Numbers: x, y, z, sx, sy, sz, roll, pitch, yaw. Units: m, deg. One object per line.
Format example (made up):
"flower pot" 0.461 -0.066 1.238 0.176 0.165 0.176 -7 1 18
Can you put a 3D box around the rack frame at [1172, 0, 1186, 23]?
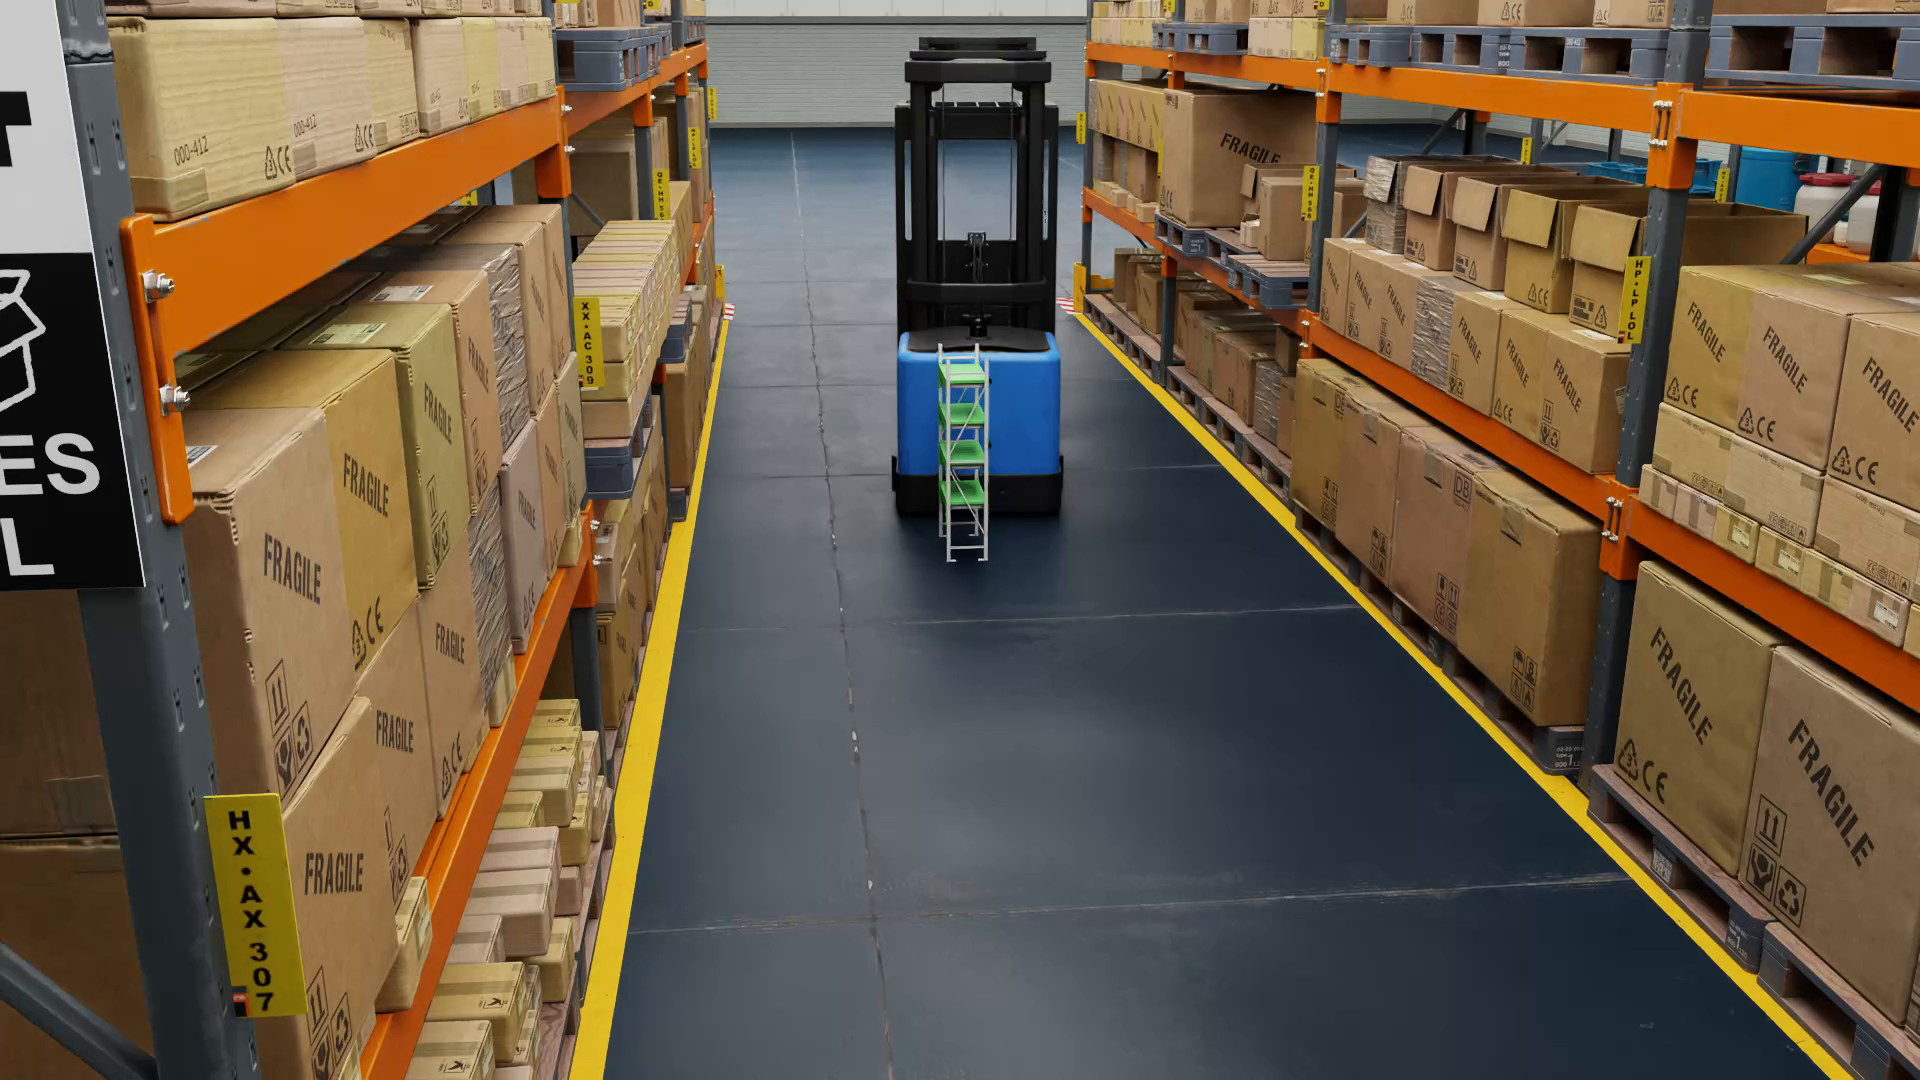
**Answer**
"rack frame" 2.240 -5.647 13.142 1.000 3.000 0.127 -2 18 -6

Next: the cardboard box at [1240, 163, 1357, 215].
"cardboard box" 2.510 -2.521 12.326 0.797 0.503 0.637 0 17 0

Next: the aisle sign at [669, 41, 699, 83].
"aisle sign" -2.826 -5.124 17.152 0.394 0.787 0.004 -2 18 -6

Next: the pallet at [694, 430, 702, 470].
"pallet" -2.421 -0.740 12.181 1.003 0.211 1.213 -2 18 -6

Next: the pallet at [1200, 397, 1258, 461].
"pallet" 2.450 -0.858 12.559 1.003 0.211 1.213 -2 18 -6

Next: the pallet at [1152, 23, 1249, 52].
"pallet" 2.197 -3.939 13.023 1.213 0.211 1.003 -2 18 -6

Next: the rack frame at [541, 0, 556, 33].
"rack frame" -1.879 -3.141 5.158 1.000 3.000 0.127 -2 18 -6

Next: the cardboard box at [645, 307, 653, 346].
"cardboard box" -1.575 -0.944 7.399 0.380 0.149 0.250 -1 17 -3

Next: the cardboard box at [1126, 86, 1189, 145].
"cardboard box" 1.816 -3.875 15.180 0.500 0.500 0.500 -2 18 -6

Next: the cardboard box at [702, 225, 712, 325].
"cardboard box" -2.888 -2.578 16.228 0.875 0.875 0.875 -2 18 -7

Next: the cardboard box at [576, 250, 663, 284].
"cardboard box" -1.654 -1.317 8.091 0.380 0.149 0.250 -1 17 -3

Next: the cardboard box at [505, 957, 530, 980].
"cardboard box" -1.463 1.216 4.856 0.380 0.149 0.250 -3 18 -8

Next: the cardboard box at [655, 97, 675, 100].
"cardboard box" -2.880 -3.520 14.328 0.875 0.550 0.550 -2 18 -6

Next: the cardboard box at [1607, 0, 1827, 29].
"cardboard box" 2.995 -2.253 6.471 0.700 0.500 0.500 -1 17 -4

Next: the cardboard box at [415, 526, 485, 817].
"cardboard box" -1.357 0.276 3.626 0.500 0.500 0.500 -2 17 -5

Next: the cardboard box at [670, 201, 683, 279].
"cardboard box" -2.225 -2.110 11.724 0.500 0.500 0.500 -2 18 -6

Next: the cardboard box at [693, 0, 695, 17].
"cardboard box" -2.511 -4.643 14.503 0.380 0.149 0.250 -2 18 -7

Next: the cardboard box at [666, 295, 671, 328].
"cardboard box" -1.711 -1.193 8.687 0.380 0.149 0.250 -2 18 -6

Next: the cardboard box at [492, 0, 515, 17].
"cardboard box" -1.536 -1.592 4.647 0.500 0.250 0.500 -3 18 -8

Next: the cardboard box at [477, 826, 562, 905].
"cardboard box" -1.416 1.002 5.043 0.380 0.149 0.250 -3 18 -8

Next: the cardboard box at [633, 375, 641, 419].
"cardboard box" -1.497 -0.573 6.713 0.380 0.149 0.250 -2 17 -5

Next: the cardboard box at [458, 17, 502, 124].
"cardboard box" -1.467 -1.200 4.233 0.500 0.250 0.500 -2 18 -6

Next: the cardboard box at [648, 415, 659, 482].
"cardboard box" -1.897 -0.490 8.950 0.500 0.250 0.500 -2 17 -5

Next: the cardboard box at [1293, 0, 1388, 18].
"cardboard box" 2.354 -3.445 10.134 0.500 0.500 0.500 -1 17 -4

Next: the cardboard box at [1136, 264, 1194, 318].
"cardboard box" 2.016 -2.434 16.394 0.500 0.500 0.500 0 17 0

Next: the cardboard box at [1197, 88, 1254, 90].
"cardboard box" 2.393 -3.743 14.758 0.500 0.500 0.500 -2 18 -6

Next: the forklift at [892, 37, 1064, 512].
"forklift" 0.108 -1.962 11.533 1.130 2.935 3.031 0 17 0

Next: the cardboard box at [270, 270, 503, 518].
"cardboard box" -1.395 -0.353 3.960 0.500 0.500 0.500 -2 18 -7

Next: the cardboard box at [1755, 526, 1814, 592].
"cardboard box" 2.848 0.052 5.424 0.380 0.149 0.250 -2 18 -7

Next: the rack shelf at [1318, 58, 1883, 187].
"rack shelf" 2.859 -2.085 8.005 1.077 0.370 4.000 -2 18 -6

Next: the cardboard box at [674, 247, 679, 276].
"cardboard box" -1.788 -1.560 9.358 0.380 0.149 0.250 -1 17 -5

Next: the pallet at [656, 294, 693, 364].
"pallet" -2.112 -1.170 9.215 1.213 0.211 1.003 -2 18 -6

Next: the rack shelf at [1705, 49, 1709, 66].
"rack shelf" 6.960 -4.622 16.084 1.077 0.370 4.000 -2 18 -6

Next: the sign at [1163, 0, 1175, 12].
"sign" 1.701 -4.444 13.453 0.100 0.325 0.005 -2 18 -6

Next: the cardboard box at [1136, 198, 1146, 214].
"cardboard box" 1.846 -3.094 15.444 0.380 0.149 0.250 -2 18 -6

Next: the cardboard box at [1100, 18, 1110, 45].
"cardboard box" 1.679 -5.031 16.438 0.500 0.250 0.500 -2 18 -7

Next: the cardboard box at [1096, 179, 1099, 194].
"cardboard box" 1.626 -3.690 17.341 0.380 0.149 0.250 -2 18 -6

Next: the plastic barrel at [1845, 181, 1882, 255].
"plastic barrel" 7.122 -2.493 12.882 0.433 0.535 0.433 0 17 0

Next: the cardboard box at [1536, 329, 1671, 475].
"cardboard box" 2.745 -0.580 6.850 0.500 0.500 0.500 -2 18 -5

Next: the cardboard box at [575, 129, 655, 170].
"cardboard box" -2.490 -2.585 11.566 0.700 0.500 0.500 -2 18 -6

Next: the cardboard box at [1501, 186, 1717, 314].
"cardboard box" 2.931 -1.323 7.541 0.797 0.503 0.637 -2 17 -5

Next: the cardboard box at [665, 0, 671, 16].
"cardboard box" -2.358 -3.909 11.993 0.500 0.250 0.500 -2 18 -6

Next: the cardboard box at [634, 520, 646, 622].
"cardboard box" -1.815 0.172 8.093 0.500 0.500 0.500 -1 17 -5

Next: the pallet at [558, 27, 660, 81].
"pallet" -1.947 -2.116 7.215 1.213 0.211 1.003 -2 18 -6

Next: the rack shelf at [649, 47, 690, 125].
"rack shelf" -2.498 -3.154 11.409 1.077 0.370 4.000 -2 18 -6

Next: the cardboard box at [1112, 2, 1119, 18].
"cardboard box" 1.683 -5.130 16.086 0.380 0.149 0.250 -2 18 -6

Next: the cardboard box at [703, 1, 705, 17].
"cardboard box" -2.720 -5.249 16.433 0.380 0.149 0.250 -2 18 -5

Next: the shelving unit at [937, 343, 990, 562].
"shelving unit" 0.017 -0.523 9.840 0.258 1.200 0.503 -2 18 -6

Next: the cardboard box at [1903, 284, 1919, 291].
"cardboard box" 3.426 -0.552 5.428 0.500 0.500 0.500 -2 18 -5

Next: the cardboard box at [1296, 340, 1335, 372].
"cardboard box" 2.553 -1.167 11.074 0.500 0.250 0.500 -1 17 -3

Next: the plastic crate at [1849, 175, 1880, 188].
"plastic crate" 7.521 -2.834 14.089 0.402 0.464 0.583 -2 18 -6

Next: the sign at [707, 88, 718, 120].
"sign" -2.576 -4.532 17.276 0.100 0.325 0.005 -2 18 -6

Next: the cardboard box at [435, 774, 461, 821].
"cardboard box" -1.380 0.541 3.865 0.380 0.149 0.250 -2 18 -7
